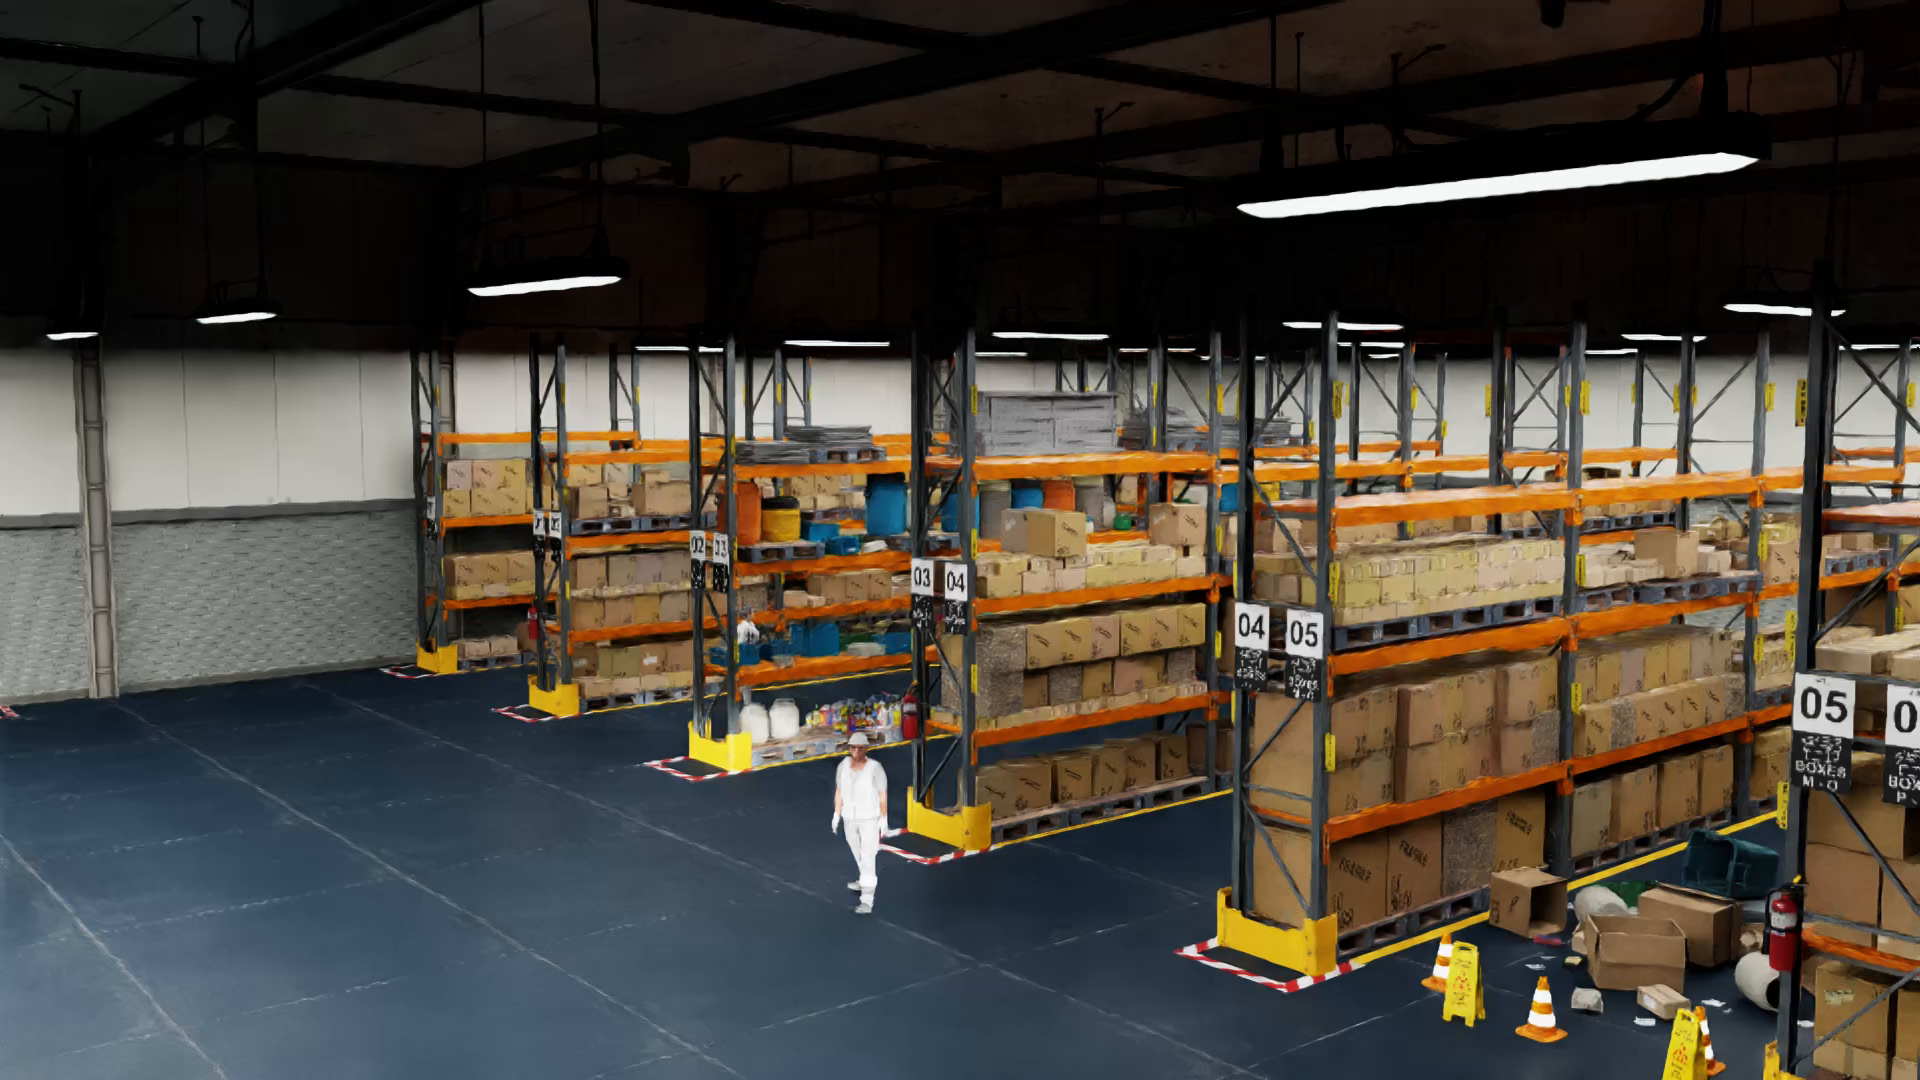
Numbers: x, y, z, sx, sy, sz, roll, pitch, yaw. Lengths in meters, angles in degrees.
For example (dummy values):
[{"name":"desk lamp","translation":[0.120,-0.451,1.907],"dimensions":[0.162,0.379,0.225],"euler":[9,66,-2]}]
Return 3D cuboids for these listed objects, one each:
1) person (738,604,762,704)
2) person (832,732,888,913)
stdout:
[{"name":"person","translation":[-3.424,1.870,26.597],"dimensions":[0.414,1.675,0.516],"euler":[2,6,23]},{"name":"person","translation":[-1.000,2.763,16.535],"dimensions":[0.586,1.760,0.947],"euler":[3,6,25]}]
